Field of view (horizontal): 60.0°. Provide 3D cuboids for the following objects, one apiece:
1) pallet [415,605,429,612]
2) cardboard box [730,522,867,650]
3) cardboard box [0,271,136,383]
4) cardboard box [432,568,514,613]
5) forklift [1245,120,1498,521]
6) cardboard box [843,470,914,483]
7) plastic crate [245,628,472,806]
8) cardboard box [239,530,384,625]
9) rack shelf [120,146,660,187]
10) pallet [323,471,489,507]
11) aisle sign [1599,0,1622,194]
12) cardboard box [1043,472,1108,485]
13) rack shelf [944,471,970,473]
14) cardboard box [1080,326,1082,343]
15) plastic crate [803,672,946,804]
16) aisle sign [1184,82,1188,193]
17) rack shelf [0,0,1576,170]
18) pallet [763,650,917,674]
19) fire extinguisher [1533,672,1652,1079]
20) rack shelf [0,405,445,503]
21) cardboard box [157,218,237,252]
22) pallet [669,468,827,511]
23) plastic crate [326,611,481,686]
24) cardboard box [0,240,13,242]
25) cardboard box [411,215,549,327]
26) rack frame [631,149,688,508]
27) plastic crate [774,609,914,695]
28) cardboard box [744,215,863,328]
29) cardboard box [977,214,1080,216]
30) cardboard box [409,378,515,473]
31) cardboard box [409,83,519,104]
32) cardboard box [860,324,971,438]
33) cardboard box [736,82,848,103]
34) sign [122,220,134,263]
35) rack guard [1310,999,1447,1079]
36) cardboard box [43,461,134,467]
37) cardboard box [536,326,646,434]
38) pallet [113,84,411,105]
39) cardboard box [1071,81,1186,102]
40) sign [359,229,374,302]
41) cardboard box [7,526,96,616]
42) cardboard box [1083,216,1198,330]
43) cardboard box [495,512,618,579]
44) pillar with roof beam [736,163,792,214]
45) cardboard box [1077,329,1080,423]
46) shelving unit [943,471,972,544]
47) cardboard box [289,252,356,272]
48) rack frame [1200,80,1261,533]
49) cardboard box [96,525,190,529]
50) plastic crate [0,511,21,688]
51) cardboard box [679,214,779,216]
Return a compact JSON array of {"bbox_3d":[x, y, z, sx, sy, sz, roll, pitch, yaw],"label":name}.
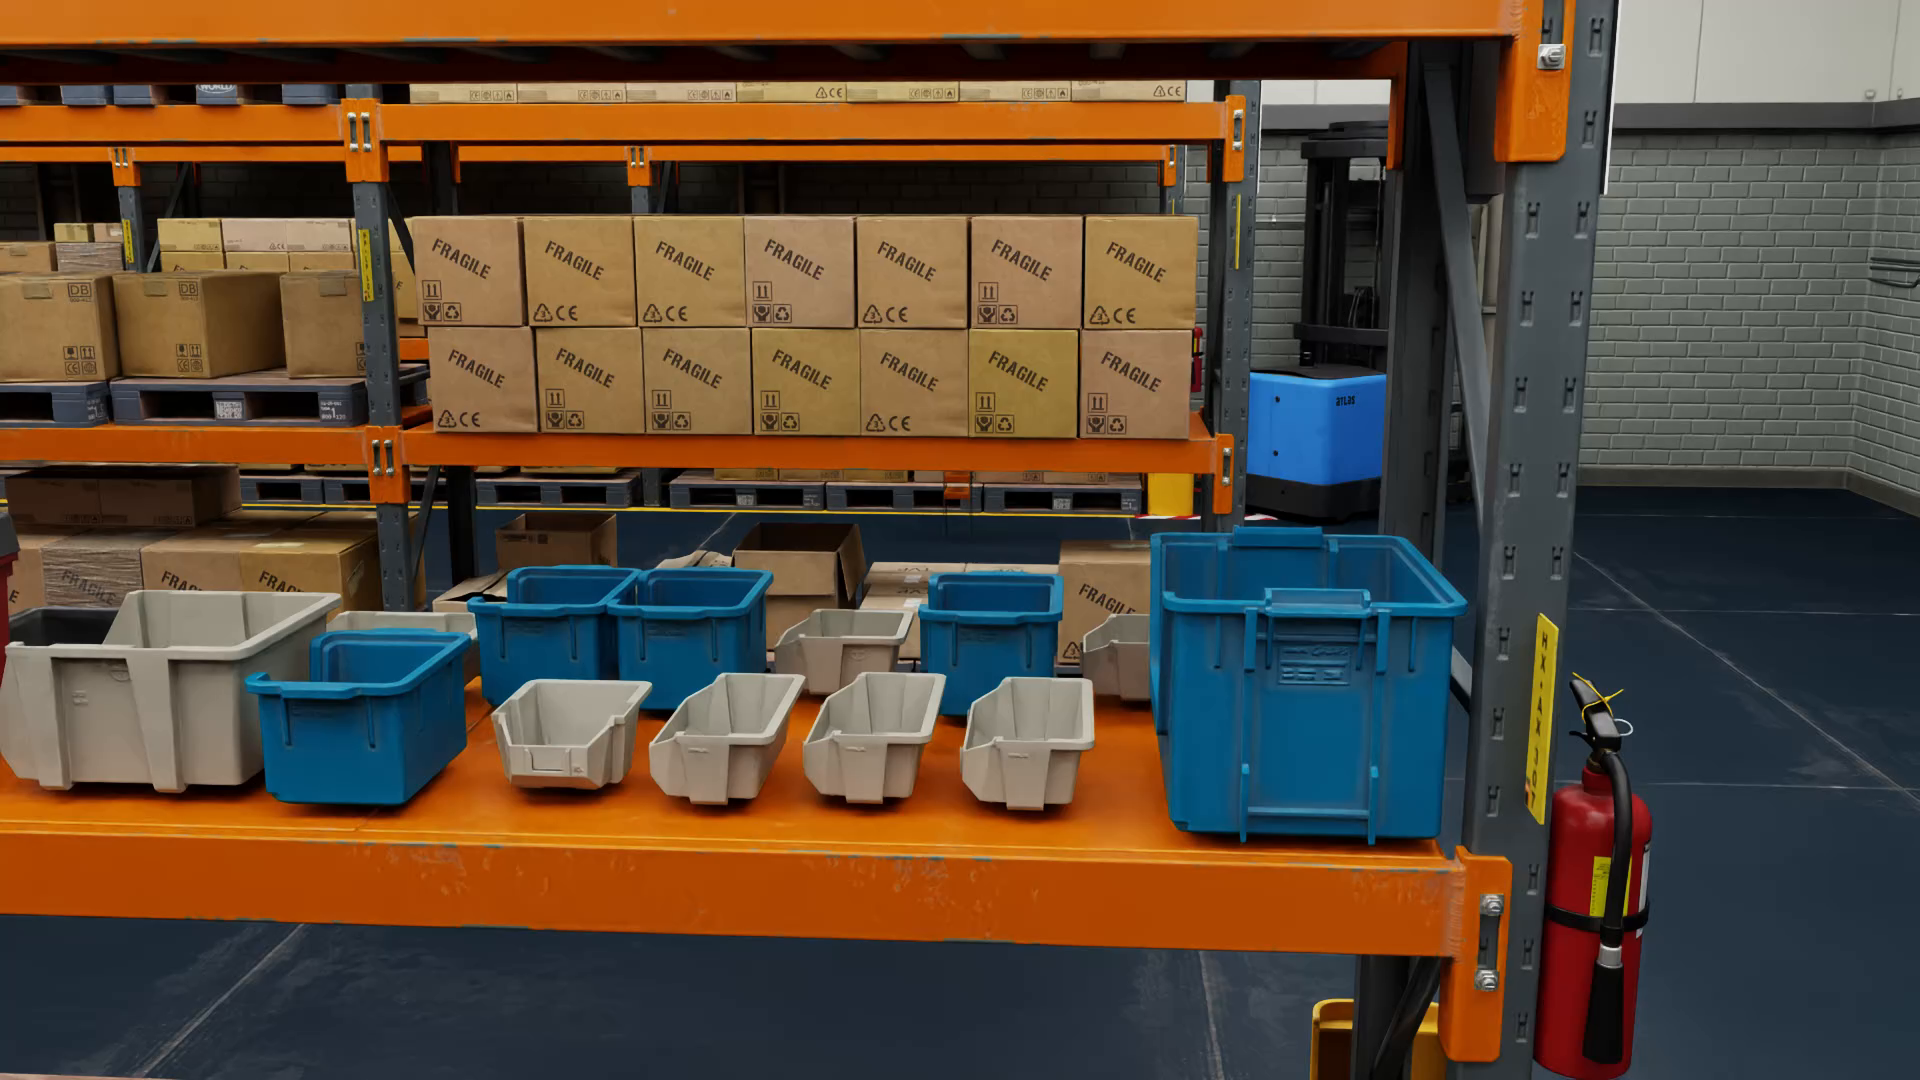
[{"bbox_3d":[-3.517,0.549,8.627,1.213,0.211,1.003,1,12,4],"label":"pallet"},{"bbox_3d":[-0.828,0.219,8.418,0.637,0.503,0.797,1,12,4],"label":"cardboard box"},{"bbox_3d":[-4.469,-1.078,8.327,0.500,0.500,0.700,-2,12,-11],"label":"cardboard box"},{"bbox_3d":[-2.298,0.338,8.317,0.500,0.311,0.500,1,12,4],"label":"cardboard box"},{"bbox_3d":[3.489,-1.798,13.207,3.031,2.935,1.130,-9,15,-38],"label":"forklift"},{"bbox_3d":[-0.623,-0.760,13.156,0.500,0.500,0.700,1,12,5],"label":"cardboard box"},{"bbox_3d":[-1.112,0.331,3.121,0.300,0.233,0.416,1,12,4],"label":"plastic crate"},{"bbox_3d":[-3.214,0.248,8.289,0.500,0.500,0.500,1,12,3],"label":"cardboard box"},{"bbox_3d":[-4.371,-2.968,13.061,4.000,0.370,1.077,1,12,4],"label":"rack shelf"},{"bbox_3d":[-4.371,-0.471,13.503,1.213,0.211,1.003,1,12,4],"label":"pallet"},{"bbox_3d":[1.006,-0.957,2.669,0.004,0.787,0.394,1,12,4],"label":"aisle sign"},{"bbox_3d":[0.911,-0.741,13.063,0.500,0.500,0.700,1,12,4],"label":"cardboard box"},{"bbox_3d":[-0.014,-0.544,11.655,0.180,0.103,0.258,1,12,4],"label":"rack shelf"},{"bbox_3d":[1.106,-1.921,12.895,0.700,0.700,0.980,1,12,6],"label":"cardboard box"},{"bbox_3d":[-0.160,0.373,3.157,0.243,0.136,0.396,1,12,4],"label":"plastic crate"},{"bbox_3d":[1.668,-2.980,12.338,0.004,0.787,0.394,1,12,4],"label":"aisle sign"},{"bbox_3d":[-1.042,-0.889,3.124,4.000,0.370,1.077,1,12,4],"label":"rack shelf"},{"bbox_3d":[-0.797,0.578,8.488,1.213,0.211,1.003,1,12,4],"label":"pallet"},{"bbox_3d":[1.074,0.570,2.819,0.183,0.674,0.296,1,12,4],"label":"fire extinguisher"},{"bbox_3d":[-4.698,-0.488,8.530,4.000,0.370,1.077,1,12,4],"label":"rack shelf"},{"bbox_3d":[-5.902,-2.391,13.022,0.500,0.250,0.500,1,12,5],"label":"cardboard box"},{"bbox_3d":[-1.622,-0.433,13.323,1.213,0.211,1.003,1,12,4],"label":"pallet"},{"bbox_3d":[-1.280,0.262,3.689,0.466,0.136,0.293,1,12,4],"label":"plastic crate"},{"bbox_3d":[-8.080,-2.160,13.451,0.500,0.500,0.700,1,12,4],"label":"cardboard box"},{"bbox_3d":[-2.251,-1.287,7.907,0.500,0.500,0.500,1,12,5],"label":"cardboard box"},{"bbox_3d":[-2.375,-1.824,13.163,0.127,3.000,1.000,1,12,4],"label":"rack frame"},{"bbox_3d":[-0.262,0.253,3.731,0.298,0.136,0.250,1,12,4],"label":"plastic crate"},{"bbox_3d":[-0.708,-1.266,7.807,0.500,0.500,0.500,1,12,6],"label":"cardboard box"},{"bbox_3d":[0.341,-1.361,8.264,0.500,0.500,0.500,1,12,4],"label":"cardboard box"},{"bbox_3d":[-3.919,-0.972,13.311,0.750,0.750,0.750,1,12,5],"label":"cardboard box"},{"bbox_3d":[-2.234,-2.150,7.760,0.500,0.250,0.500,1,12,4],"label":"cardboard box"},{"bbox_3d":[-0.192,-0.771,7.885,0.500,0.500,0.500,1,12,4],"label":"cardboard box"},{"bbox_3d":[-0.737,-2.129,7.660,0.500,0.250,0.500,1,12,4],"label":"cardboard box"},{"bbox_3d":[-6.393,-2.296,12.784,0.005,0.325,0.100,1,12,4],"label":"sign"},{"bbox_3d":[0.979,1.475,3.493,0.348,0.500,1.175,1,12,4],"label":"rack guard"},{"bbox_3d":[-7.088,-0.870,13.632,0.500,0.500,0.700,1,12,5],"label":"cardboard box"},{"bbox_3d":[-1.701,-0.792,7.985,0.500,0.500,0.500,1,12,5],"label":"cardboard box"},{"bbox_3d":[-3.348,-2.212,8.149,1.003,0.211,1.213,1,12,4],"label":"pallet"},{"bbox_3d":[0.758,-2.106,7.548,0.500,0.250,0.500,1,12,4],"label":"cardboard box"},{"bbox_3d":[-2.736,-1.266,7.665,0.005,0.325,0.100,1,12,4],"label":"sign"},{"bbox_3d":[-4.715,0.226,8.393,0.500,0.500,0.500,0,12,2],"label":"cardboard box"},{"bbox_3d":[0.826,-1.246,7.712,0.500,0.500,0.500,1,12,3],"label":"cardboard box"},{"bbox_3d":[-2.115,0.146,8.776,0.500,0.500,0.500,1,12,4],"label":"cardboard box"},{"bbox_3d":[-1.907,-4.048,9.144,0.400,9.000,9.100,1,12,4],"label":"pillar with roof beam"},{"bbox_3d":[0.348,-0.872,8.369,0.500,0.500,0.500,1,12,3],"label":"cardboard box"},{"bbox_3d":[-0.014,-0.587,11.646,0.189,1.200,0.258,1,12,4],"label":"shelving unit"},{"bbox_3d":[-4.882,-2.008,13.024,0.500,0.500,0.500,1,12,4],"label":"cardboard box"},{"bbox_3d":[1.289,-0.758,8.064,0.127,3.000,1.000,1,12,4],"label":"rack frame"},{"bbox_3d":[-4.200,0.126,8.870,0.500,0.500,0.500,1,12,4],"label":"cardboard box"},{"bbox_3d":[-2.163,0.202,3.172,0.583,0.464,0.402,1,12,4],"label":"plastic crate"},{"bbox_3d":[-1.166,-1.383,8.368,0.500,0.500,0.500,1,12,4],"label":"cardboard box"}]
